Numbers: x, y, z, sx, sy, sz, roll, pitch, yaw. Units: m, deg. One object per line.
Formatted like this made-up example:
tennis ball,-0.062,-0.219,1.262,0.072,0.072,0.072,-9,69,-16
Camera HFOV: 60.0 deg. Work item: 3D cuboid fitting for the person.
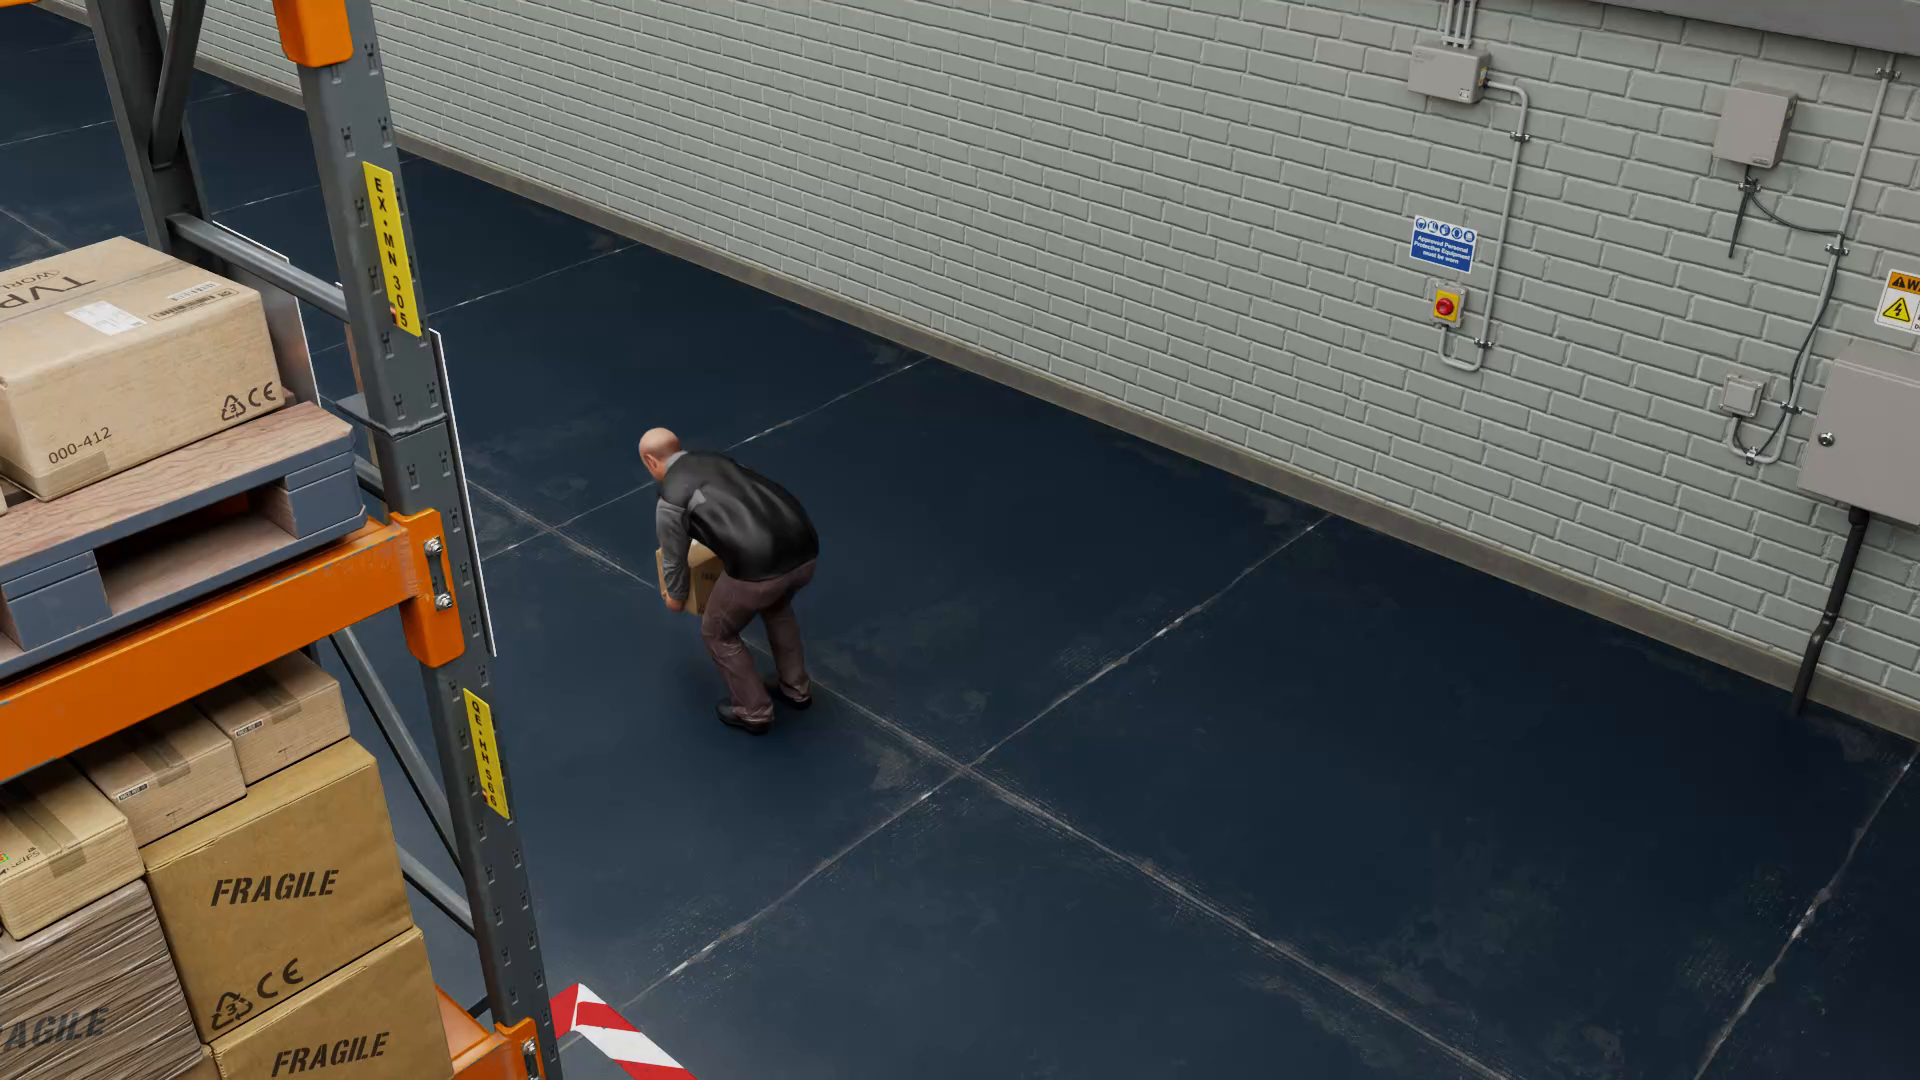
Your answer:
person,-1.030,0.173,7.335,0.918,1.245,0.475,24,38,33
